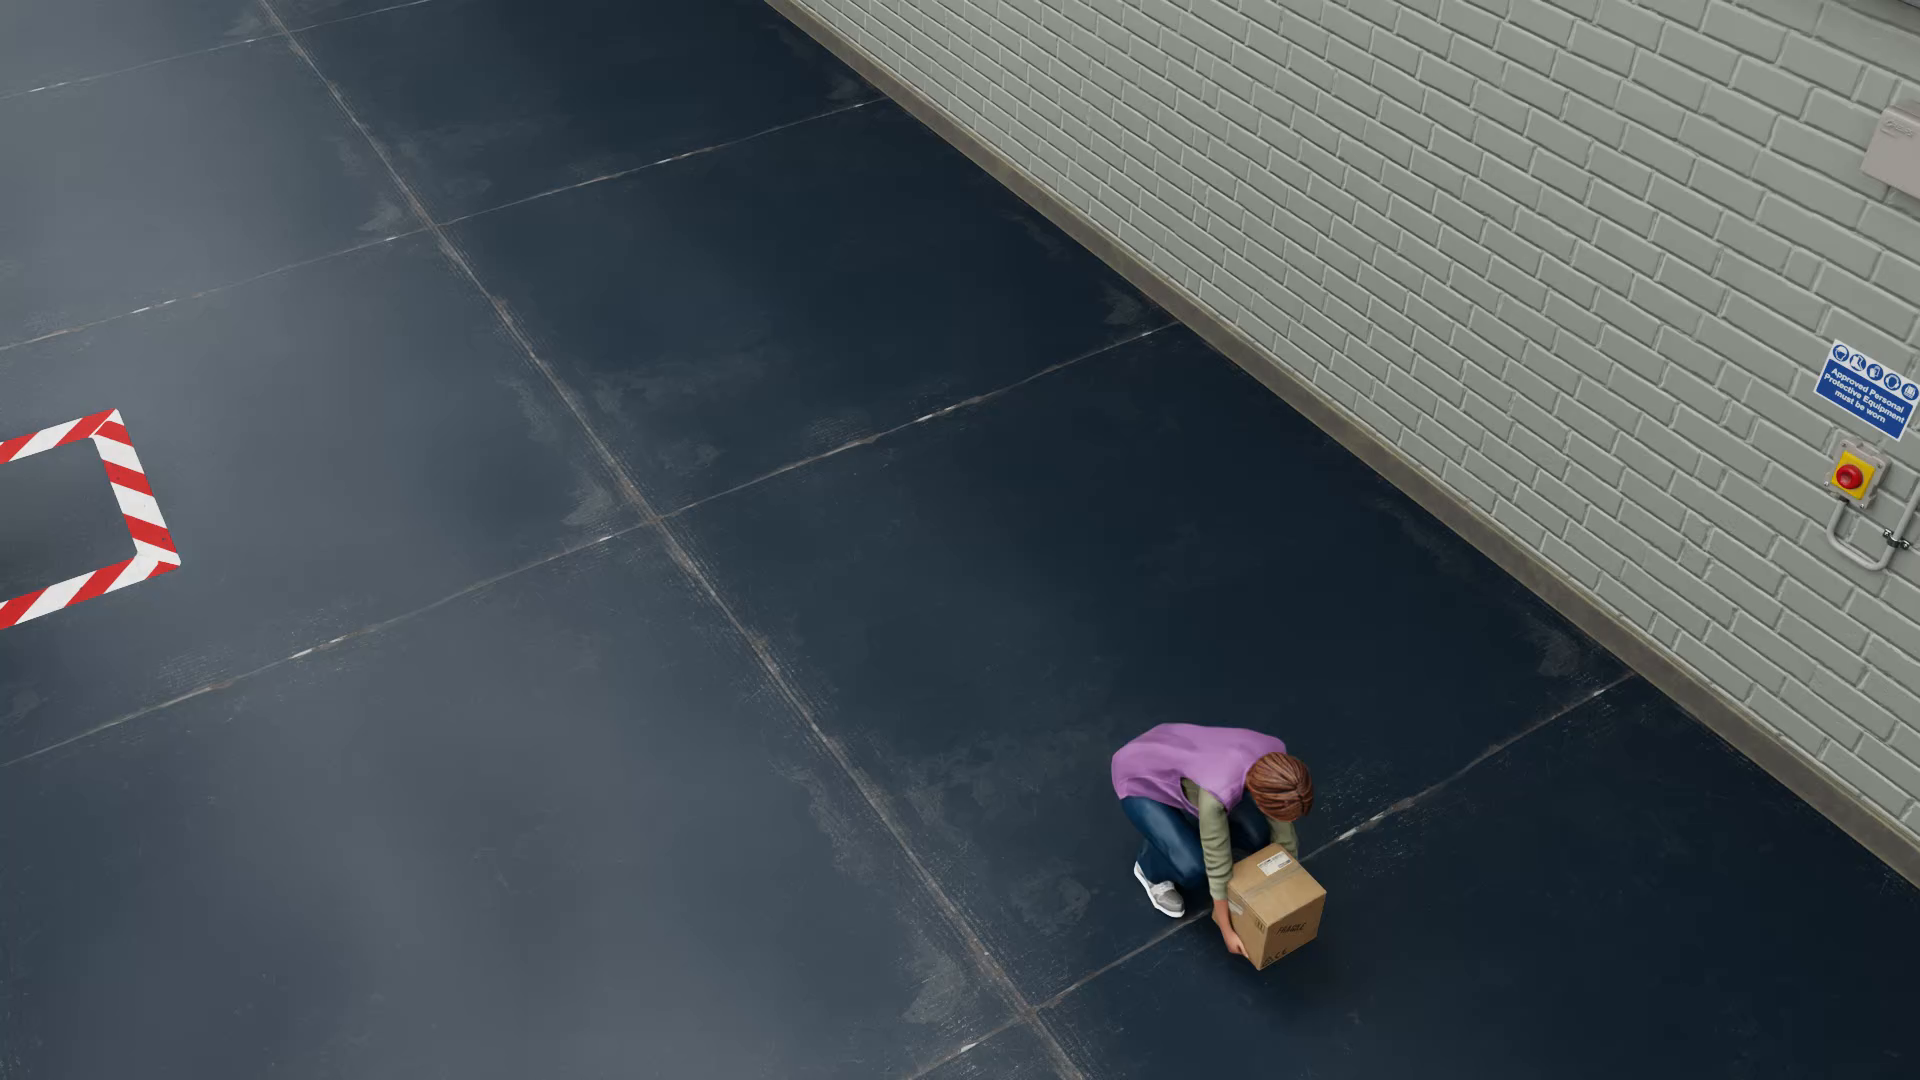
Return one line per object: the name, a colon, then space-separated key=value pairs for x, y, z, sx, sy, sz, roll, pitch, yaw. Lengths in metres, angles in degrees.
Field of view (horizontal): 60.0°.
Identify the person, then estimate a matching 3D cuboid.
person: x=0.852 y=0.936 z=5.637 sx=0.418 sy=0.901 sz=0.811 roll=-24 pitch=47 yaw=-25
